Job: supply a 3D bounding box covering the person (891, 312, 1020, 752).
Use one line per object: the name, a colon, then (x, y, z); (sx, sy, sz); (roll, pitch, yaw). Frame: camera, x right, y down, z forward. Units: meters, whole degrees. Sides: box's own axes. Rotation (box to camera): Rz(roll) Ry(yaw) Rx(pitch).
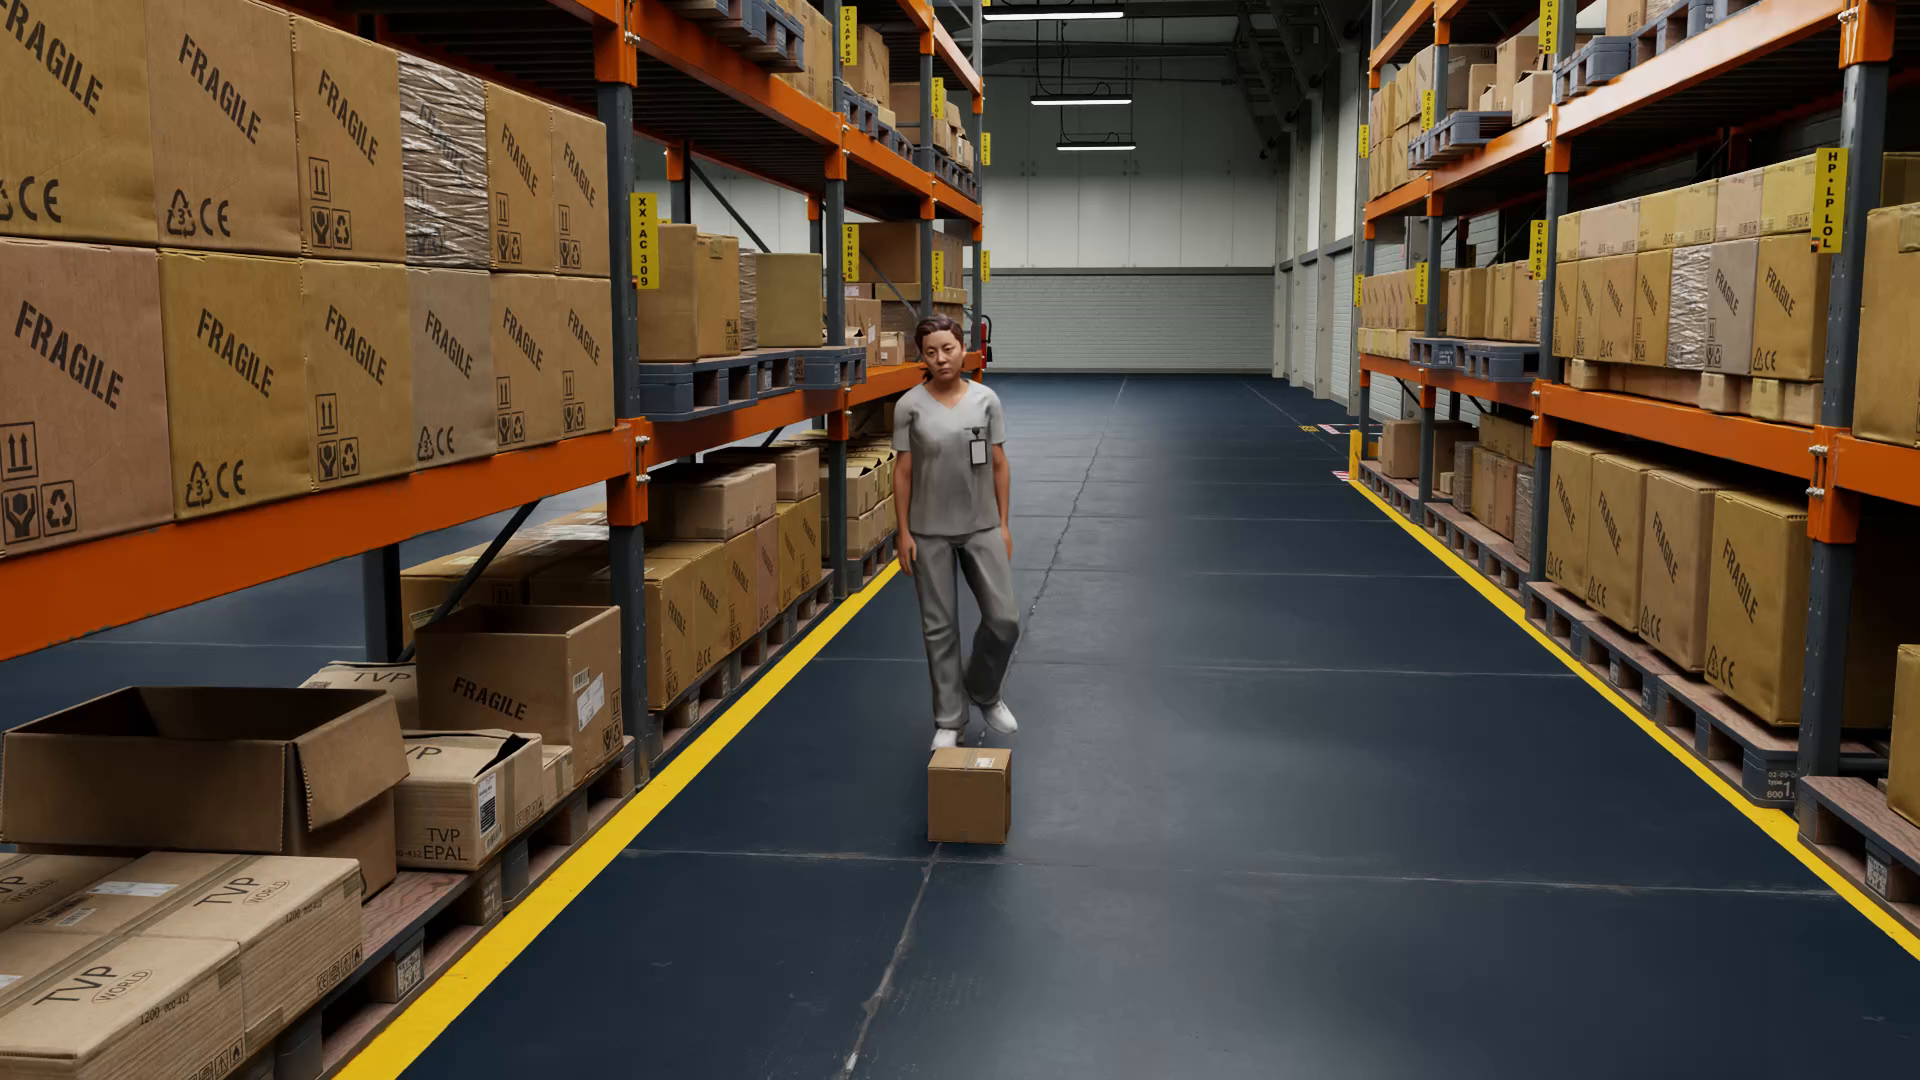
person: (-0.017, -0.032, 6.379); (0.498, 1.666, 0.459); (-1, 8, -4)
